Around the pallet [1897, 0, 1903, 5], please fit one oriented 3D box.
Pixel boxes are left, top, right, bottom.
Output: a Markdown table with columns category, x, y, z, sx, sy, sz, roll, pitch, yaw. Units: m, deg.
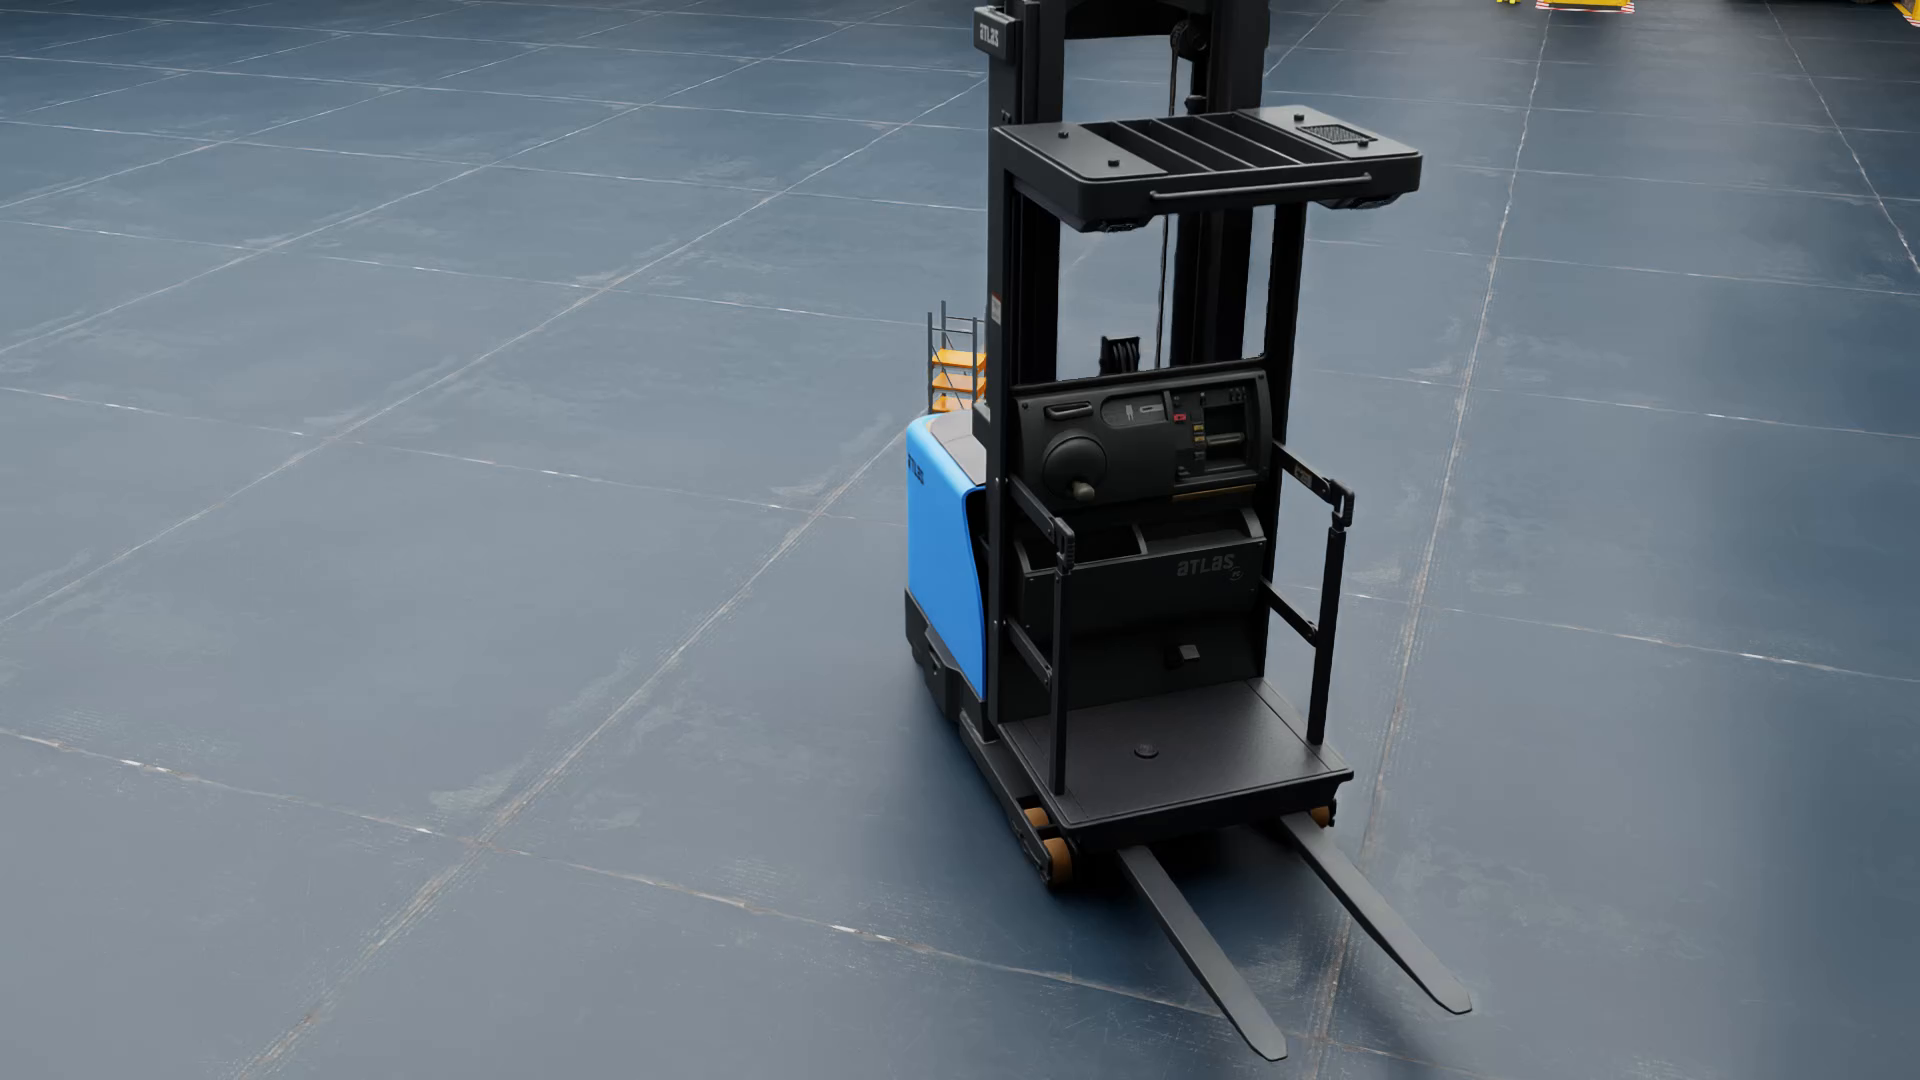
| category | x | y | z | sx | sy | sz | roll | pitch | yaw |
| --- | --- | --- | --- | --- | --- | --- | --- | --- | --- |
| pallet | 14.593 | -8.177 | 24.895 | 1.003 | 0.211 | 1.213 | 9 | 27 | 17 |

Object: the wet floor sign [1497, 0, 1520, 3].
| category | x | y | z | sx | sy | sz | roll | pitch | yaw |
| --- | --- | --- | --- | --- | --- | --- | --- | --- | --- |
| wet floor sign | 8.216 | -8.347 | 24.750 | 0.267 | 0.644 | 0.232 | 20 | 32 | 35 |

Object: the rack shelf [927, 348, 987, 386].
| category | x | y | z | sx | sy | sz | roll | pitch | yaw |
| --- | --- | --- | --- | --- | --- | --- | --- | --- | --- |
| rack shelf | -0.005 | -0.818 | 7.839 | 0.258 | 0.103 | 0.180 | 9 | 27 | 17 |

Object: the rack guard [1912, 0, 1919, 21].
| category | x | y | z | sx | sy | sz | roll | pitch | yaw |
| --- | --- | --- | --- | --- | --- | --- | --- | --- | --- |
| rack guard | 13.962 | -7.477 | 23.118 | 1.175 | 0.500 | 0.348 | 9 | 27 | 17 |

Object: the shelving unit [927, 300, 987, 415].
| category | x | y | z | sx | sy | sz | roll | pitch | yaw |
| --- | --- | --- | --- | --- | --- | --- | --- | --- | --- |
| shelving unit | -0.005 | -0.534 | 7.976 | 0.258 | 1.200 | 0.189 | 9 | 27 | 17 |

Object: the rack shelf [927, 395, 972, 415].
| category | x | y | z | sx | sy | sz | roll | pitch | yaw |
| --- | --- | --- | --- | --- | --- | --- | --- | --- | --- |
| rack shelf | -0.005 | -0.602 | 7.943 | 0.258 | 0.103 | 0.180 | 9 | 27 | 17 |

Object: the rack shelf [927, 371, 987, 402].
| category | x | y | z | sx | sy | sz | roll | pitch | yaw |
| --- | --- | --- | --- | --- | --- | --- | --- | --- | --- |
| rack shelf | -0.005 | -0.710 | 7.891 | 0.258 | 0.103 | 0.180 | 9 | 27 | 17 |

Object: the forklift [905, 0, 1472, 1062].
| category | x | y | z | sx | sy | sz | roll | pitch | yaw |
| --- | --- | --- | --- | --- | --- | --- | --- | --- | --- |
| forklift | 0.713 | -0.318 | 5.543 | 1.130 | 2.935 | 3.031 | -8 | 27 | -17 |

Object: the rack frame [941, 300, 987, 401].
| category | x | y | z | sx | sy | sz | roll | pitch | yaw |
| --- | --- | --- | --- | --- | --- | --- | --- | --- | --- |
| rack frame | 0.026 | -0.572 | 8.054 | 0.240 | 1.200 | 0.006 | 9 | 27 | 17 |

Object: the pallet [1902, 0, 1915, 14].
| category | x | y | z | sx | sy | sz | roll | pitch | yaw |
| --- | --- | --- | --- | --- | --- | --- | --- | --- | --- |
| pallet | 14.185 | -7.677 | 23.863 | 1.003 | 0.211 | 1.213 | 9 | 27 | 17 |

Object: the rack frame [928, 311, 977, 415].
| category | x | y | z | sx | sy | sz | roll | pitch | yaw |
| --- | --- | --- | --- | --- | --- | --- | --- | --- | --- |
| rack frame | -0.035 | -0.496 | 7.899 | 0.240 | 1.200 | 0.006 | 9 | 27 | 17 |

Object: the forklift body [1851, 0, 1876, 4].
| category | x | y | z | sx | sy | sz | roll | pitch | yaw |
| --- | --- | --- | --- | --- | --- | --- | --- | --- | --- |
| forklift body | 12.881 | -9.273 | 24.935 | 2.313 | 2.155 | 1.214 | 9 | 27 | 17 |

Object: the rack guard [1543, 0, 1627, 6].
| category | x | y | z | sx | sy | sz | roll | pitch | yaw |
| --- | --- | --- | --- | --- | --- | --- | --- | --- | --- |
| rack guard | 9.313 | -8.236 | 24.687 | 1.175 | 0.500 | 0.348 | 9 | 27 | 17 |
